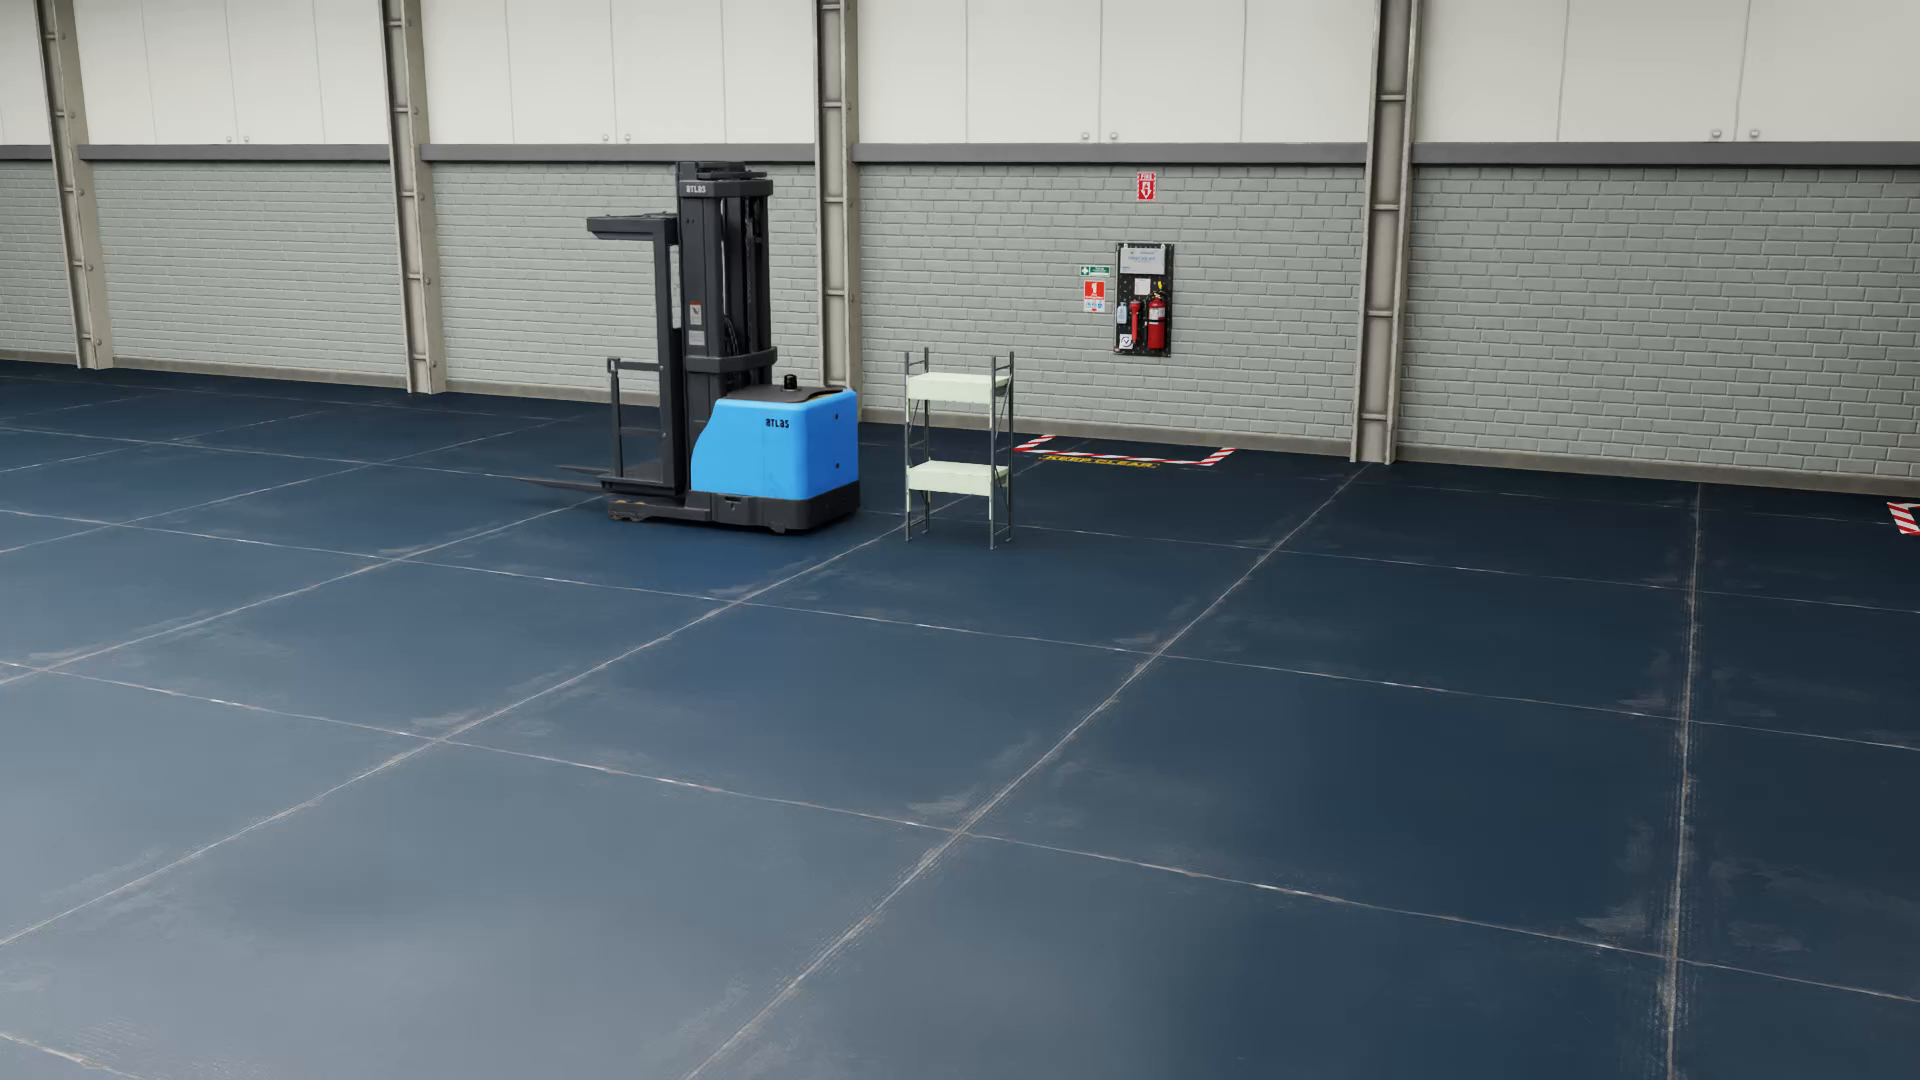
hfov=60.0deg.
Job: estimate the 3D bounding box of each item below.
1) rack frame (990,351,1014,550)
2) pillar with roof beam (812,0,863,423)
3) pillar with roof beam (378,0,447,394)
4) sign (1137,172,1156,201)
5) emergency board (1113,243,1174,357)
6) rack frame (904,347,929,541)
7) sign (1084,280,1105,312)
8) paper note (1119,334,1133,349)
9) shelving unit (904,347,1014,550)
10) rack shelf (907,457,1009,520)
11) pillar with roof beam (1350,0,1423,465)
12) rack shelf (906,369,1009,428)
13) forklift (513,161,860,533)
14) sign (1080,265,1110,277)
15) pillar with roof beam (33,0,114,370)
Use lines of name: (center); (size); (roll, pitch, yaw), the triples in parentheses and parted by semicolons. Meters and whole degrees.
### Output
rack frame: (0.329, -0.697, 12.942); (0.023, 1.500, 0.400); (6, 14, 23)
pillar with roof beam: (-3.098, -4.832, 14.149); (0.400, 9.000, 9.100); (6, 14, 23)
pillar with roof beam: (-8.584, -5.387, 16.515); (0.400, 9.000, 9.100); (6, 14, 23)
sign: (1.920, -3.642, 17.135); (0.199, 0.298, 0.001); (6, 14, 23)
emergency board: (1.887, -2.492, 17.308); (0.643, 1.169, 0.194); (6, 14, 23)
rack frame: (-0.341, -0.765, 13.230); (0.023, 1.500, 0.400); (6, 14, 23)
sign: (1.423, -2.582, 17.614); (0.234, 0.329, 0.001); (6, 14, 23)
paper note: (1.753, -2.094, 17.540); (0.142, 0.148, 0.016); (6, 14, 23)
shelving unit: (-0.006, -0.731, 13.086); (0.755, 1.500, 0.431); (6, 14, 23)
rack shelf: (-0.006, -0.413, 13.161); (0.720, 0.370, 0.431); (6, 14, 23)
pillar with roof beam: (2.387, -4.277, 11.783); (0.400, 9.000, 9.100); (6, 14, 23)
rack shelf: (-0.006, -1.111, 12.997); (0.720, 0.370, 0.431); (6, 14, 23)
forklift: (-2.409, -1.682, 14.007); (3.031, 2.935, 1.130); (6, 14, 23)
sign: (1.424, -2.838, 17.544); (0.331, 0.109, 0.001); (6, 14, 23)
pillar with roof beam: (-14.070, -5.942, 18.880); (0.400, 9.000, 9.100); (6, 14, 23)
